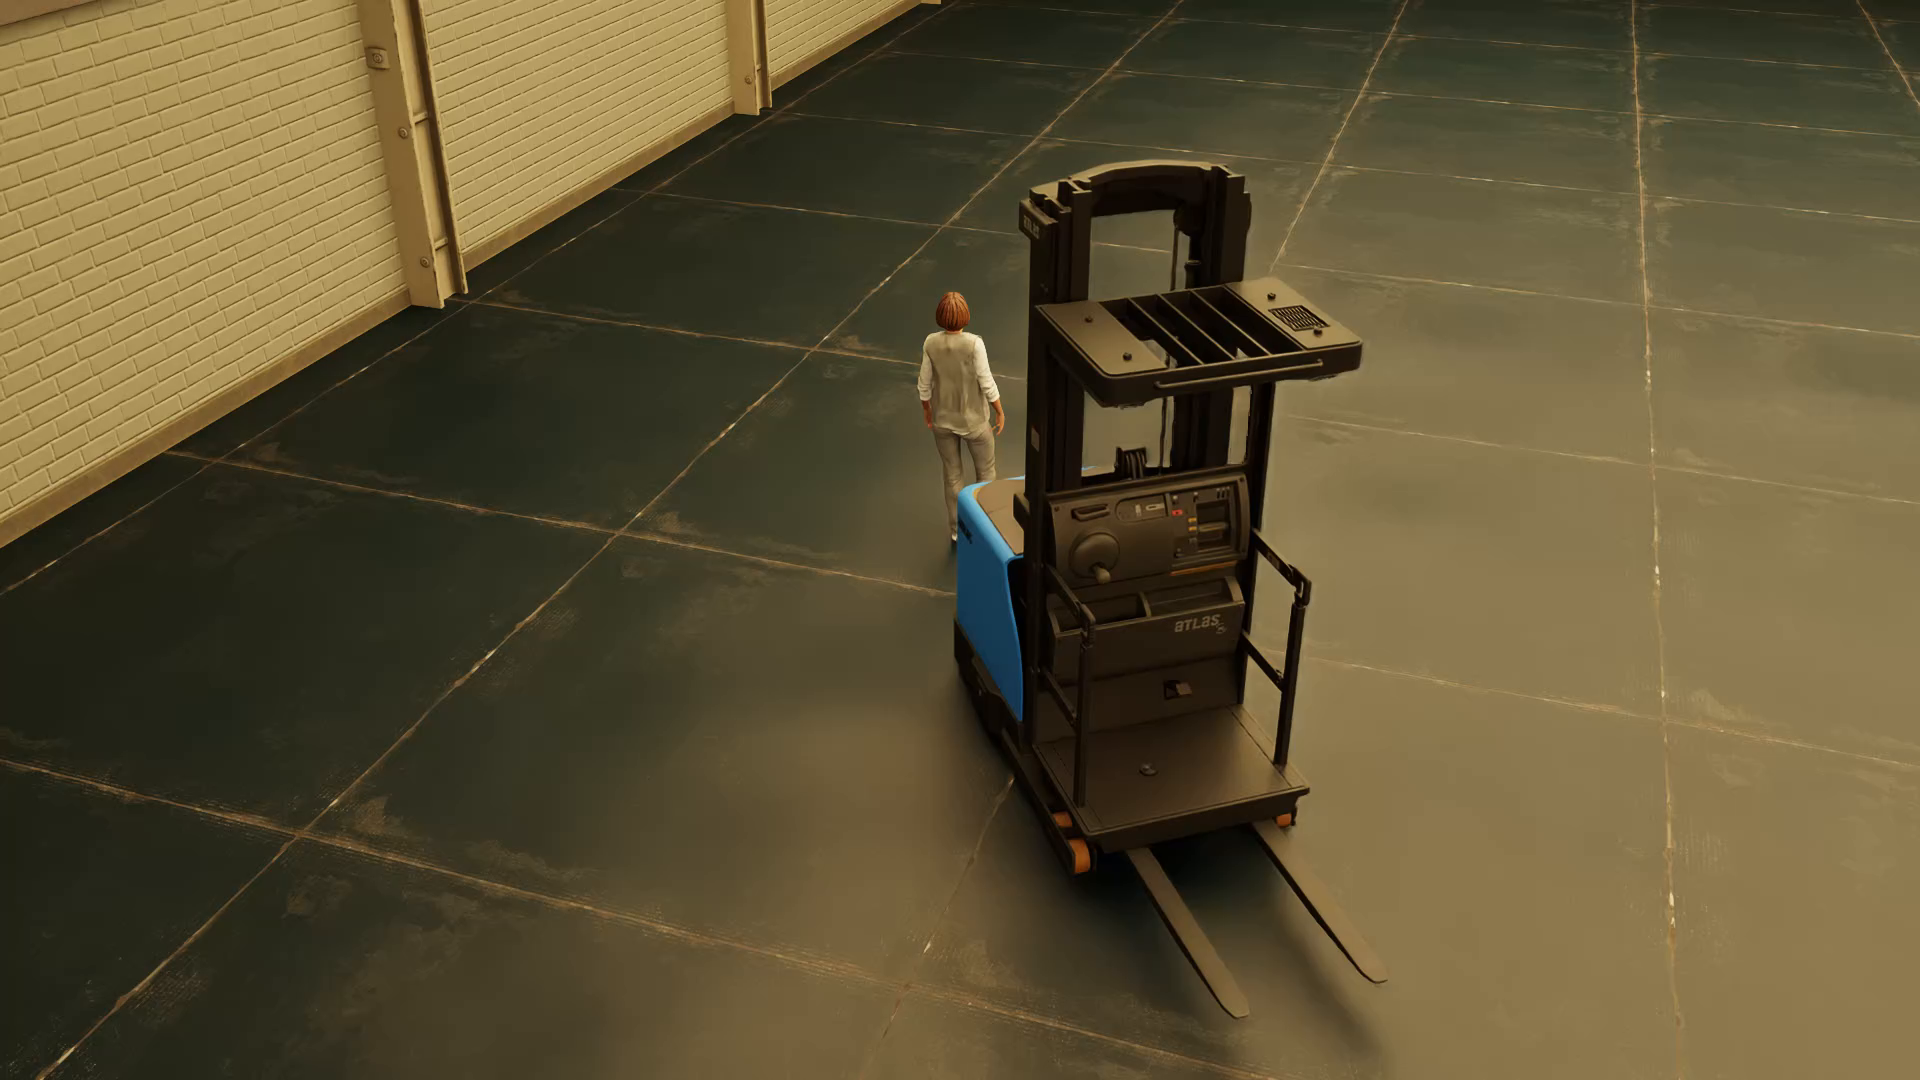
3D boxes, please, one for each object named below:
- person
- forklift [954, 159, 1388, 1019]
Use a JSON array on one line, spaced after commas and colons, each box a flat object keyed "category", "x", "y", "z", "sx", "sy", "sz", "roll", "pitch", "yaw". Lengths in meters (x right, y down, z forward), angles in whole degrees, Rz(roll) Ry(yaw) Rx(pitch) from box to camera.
[{"category": "person", "x": 0.037, "y": -0.733, "z": 9.755, "sx": 0.521, "sy": 1.599, "sz": 0.473, "roll": 10, "pitch": 31, "yaw": 16}, {"category": "forklift", "x": 0.910, "y": 0.002, "z": 7.133, "sx": 1.130, "sy": 2.935, "sz": 3.031, "roll": -9, "pitch": 31, "yaw": -16}]
